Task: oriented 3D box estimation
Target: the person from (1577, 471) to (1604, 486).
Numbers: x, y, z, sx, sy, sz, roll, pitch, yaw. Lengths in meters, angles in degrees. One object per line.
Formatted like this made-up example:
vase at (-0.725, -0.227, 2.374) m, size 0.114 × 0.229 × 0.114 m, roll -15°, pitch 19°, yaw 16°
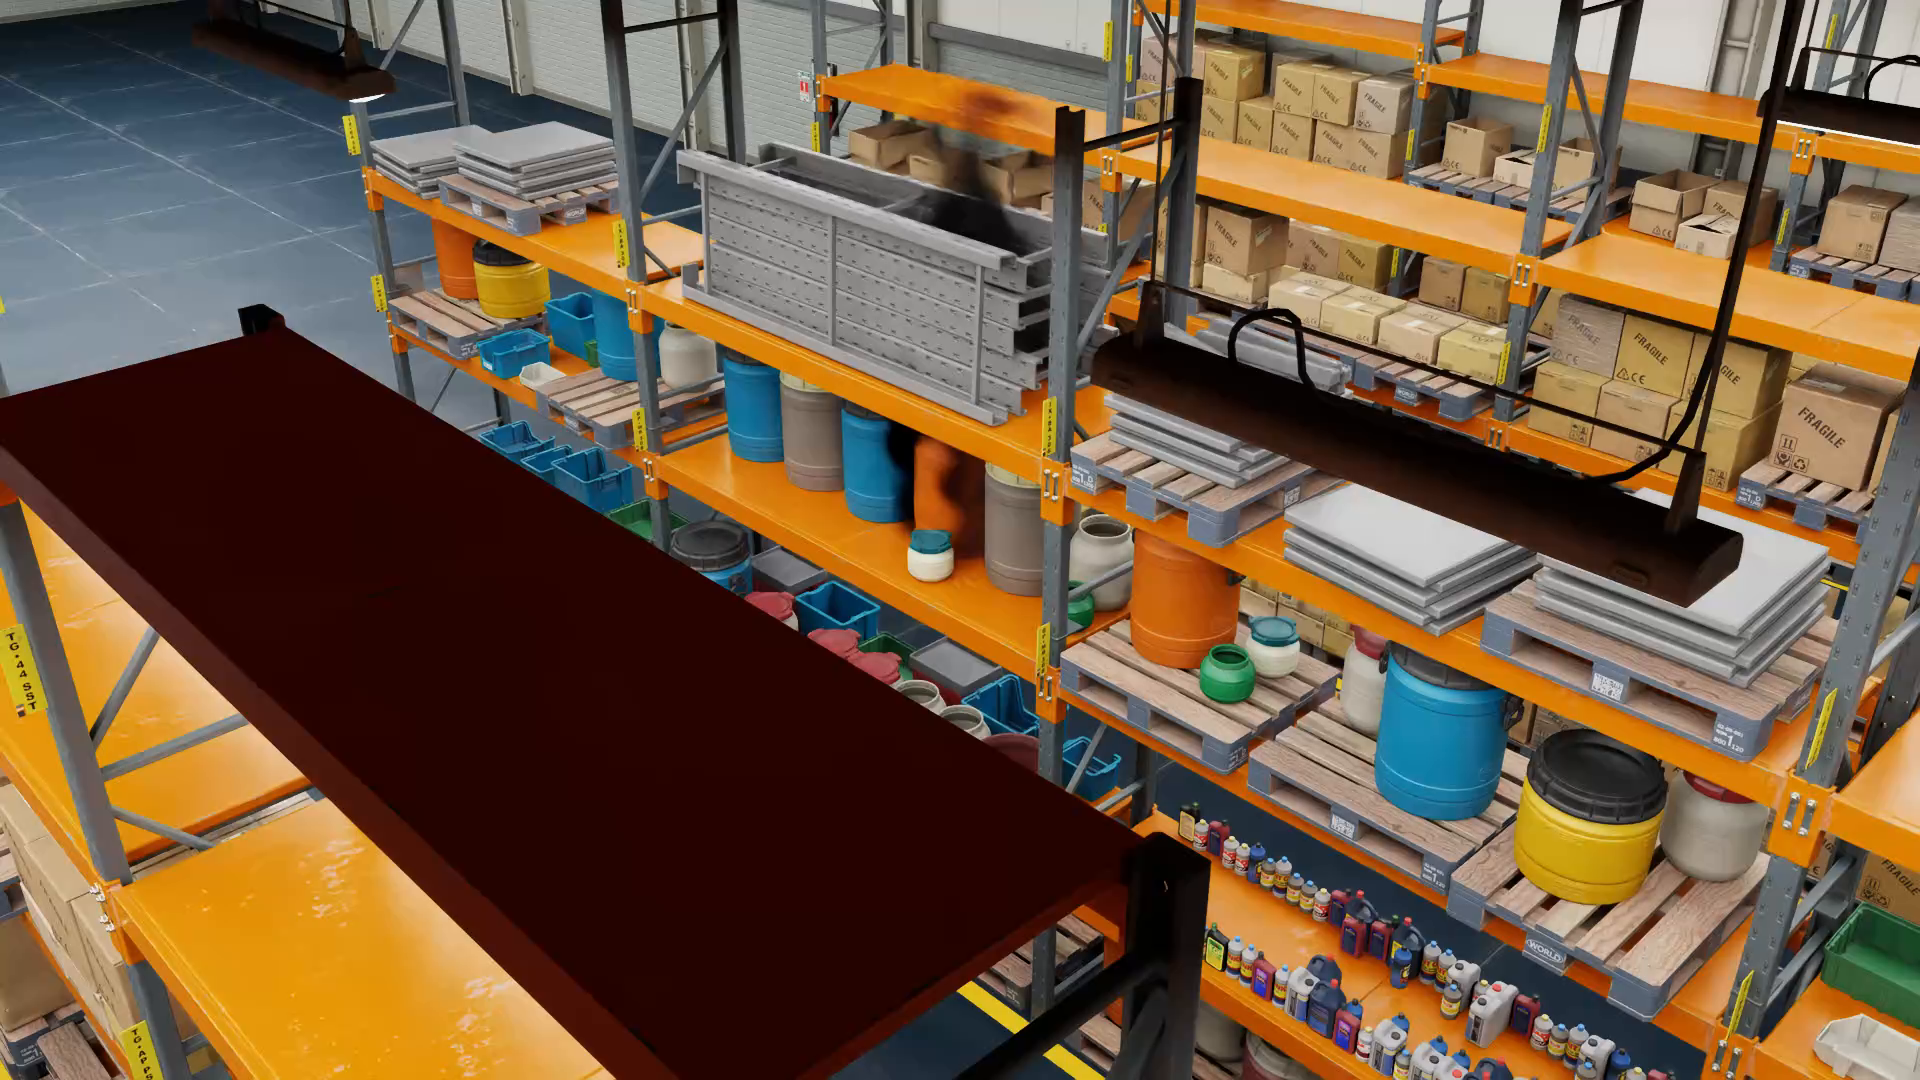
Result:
person at (5.595, 0.034, 15.087) m, size 0.653 × 1.602 × 0.588 m, roll 23°, pitch 36°, yaw 37°
